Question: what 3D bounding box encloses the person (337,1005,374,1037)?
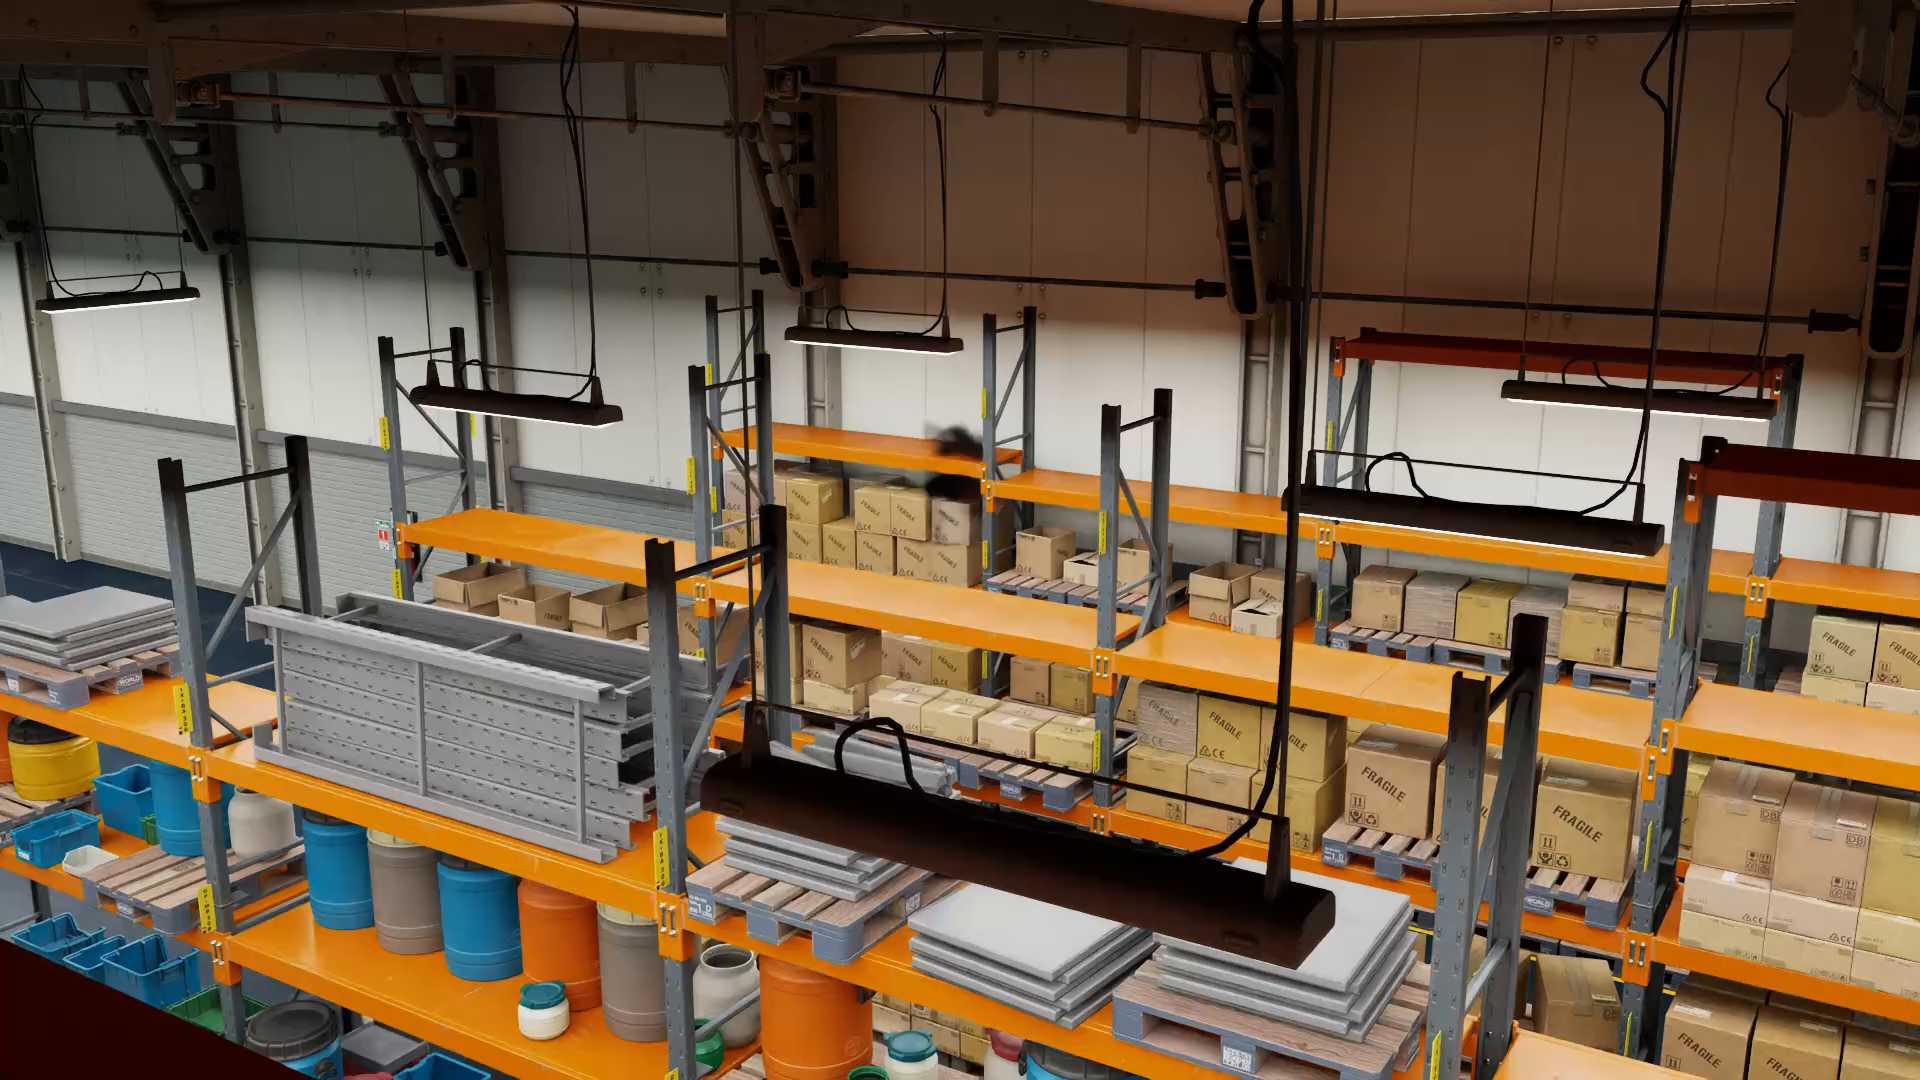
[{"bbox_3d":[-5.256,3.744,14.512,0.658,1.581,0.563,7,16,28],"label":"person"}]
